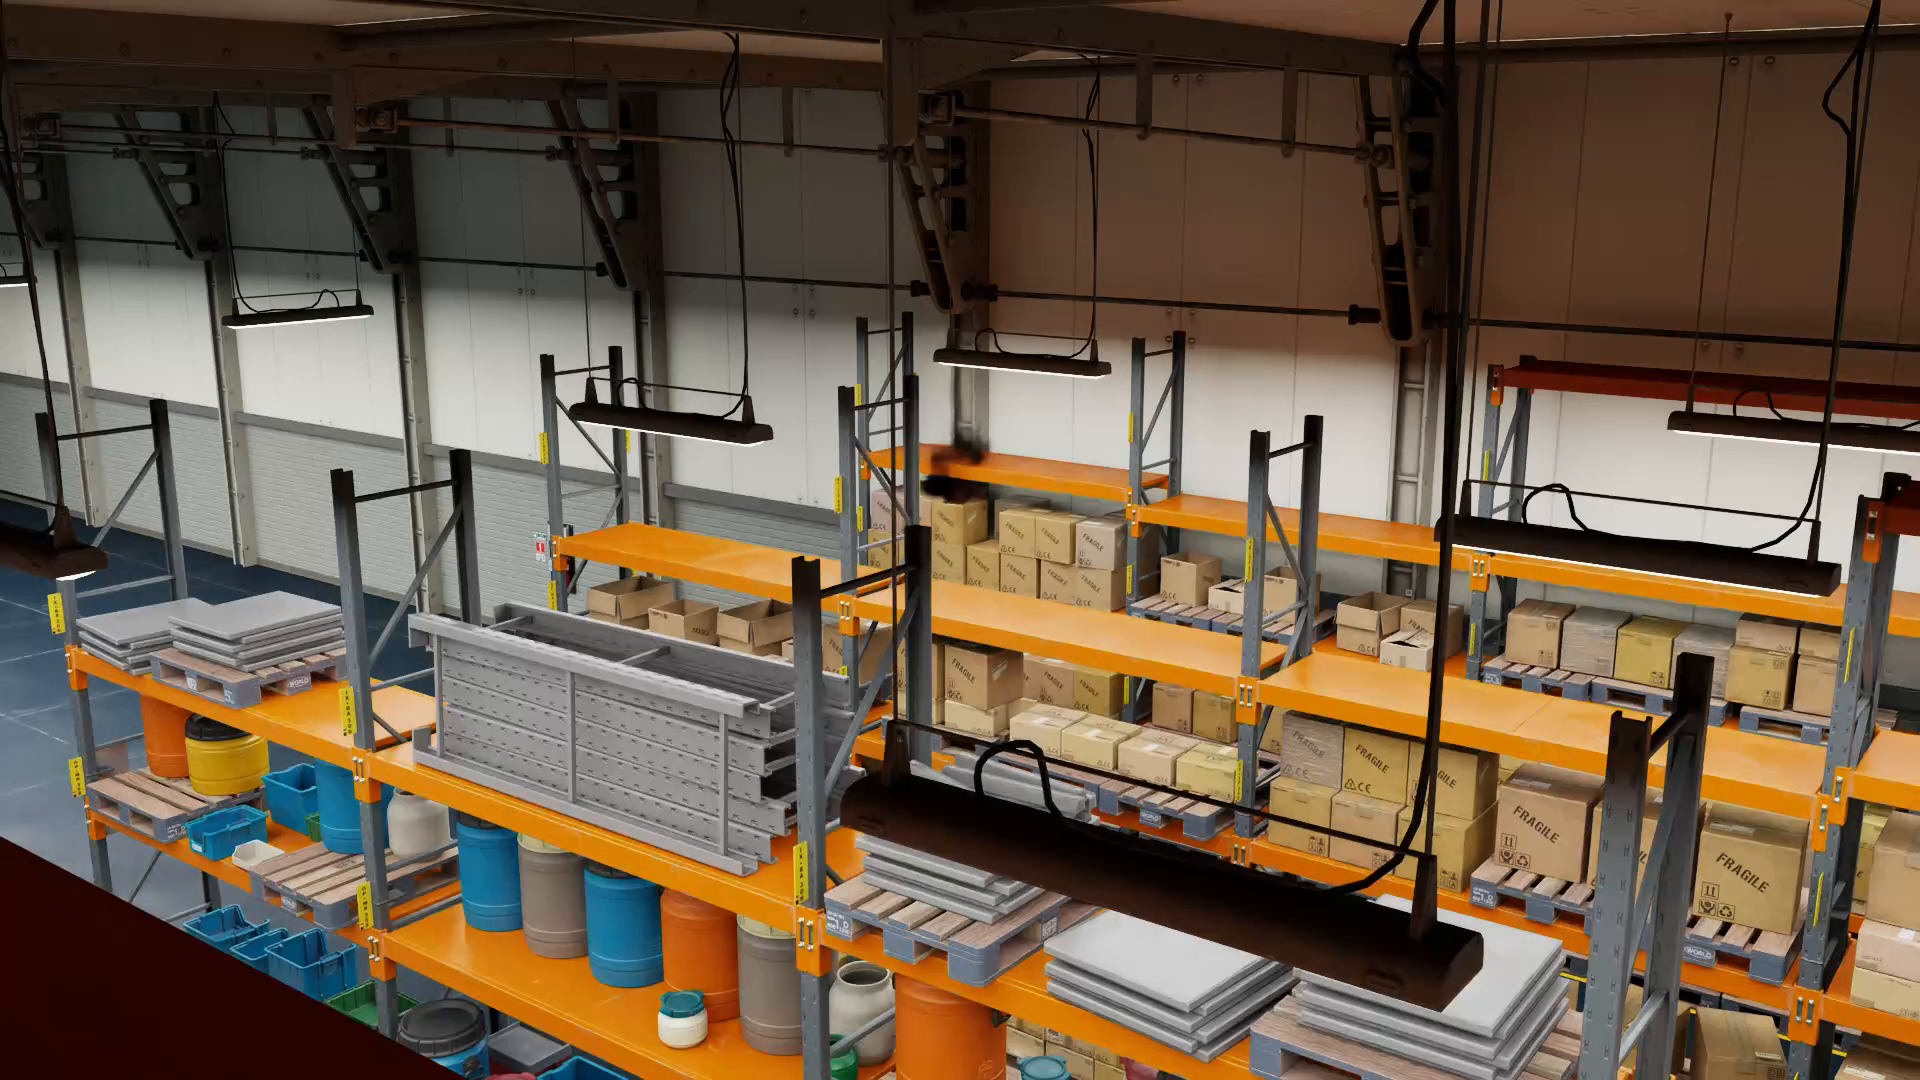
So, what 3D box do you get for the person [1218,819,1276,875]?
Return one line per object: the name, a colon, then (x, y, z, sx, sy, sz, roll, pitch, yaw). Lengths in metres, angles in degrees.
person: (2.928, 3.483, 16.298, 0.889, 1.805, 0.610, 7, 15, 29)
